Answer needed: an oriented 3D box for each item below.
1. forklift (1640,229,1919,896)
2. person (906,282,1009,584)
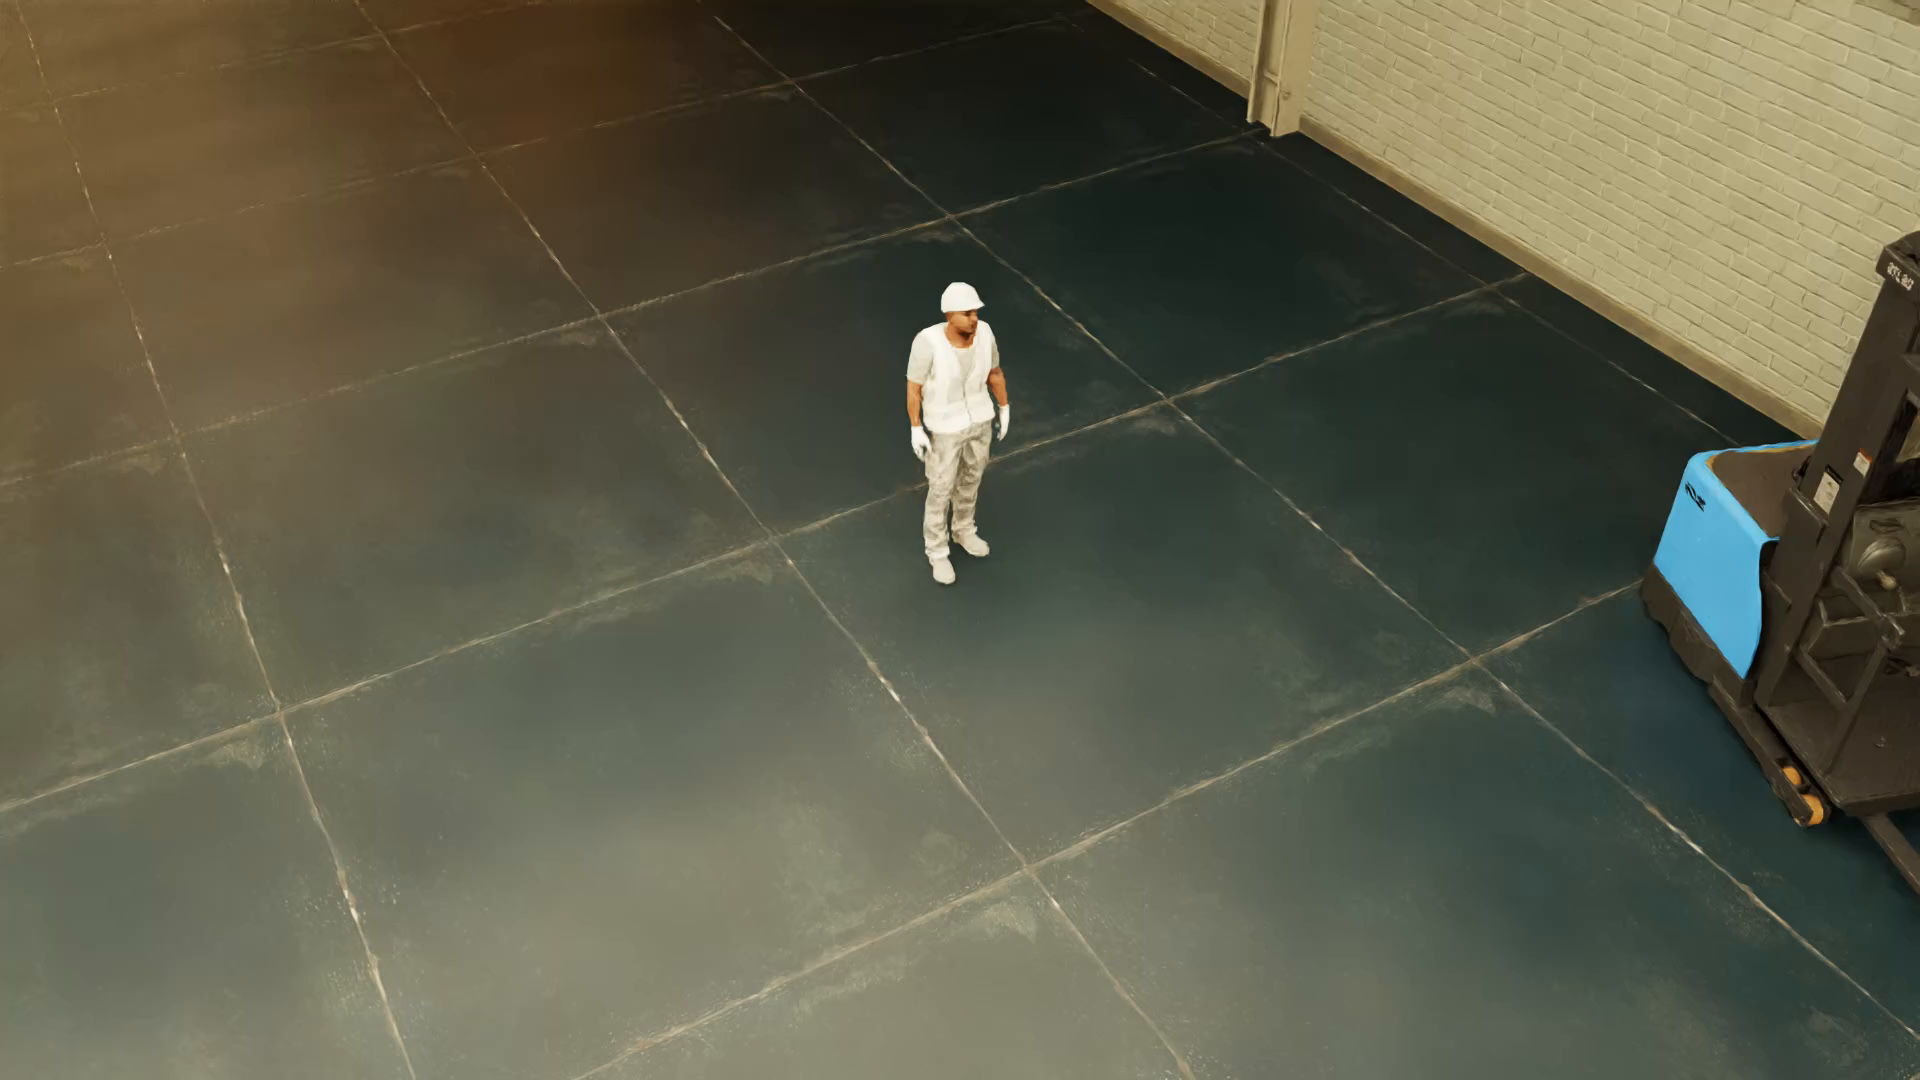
[{"bbox_3d":[4.792,0.087,7.932,1.130,2.935,3.031,-7,40,-8],"label":"forklift"},{"bbox_3d":[0.029,-0.647,9.709,0.655,1.777,0.576,-20,44,-23],"label":"person"}]
